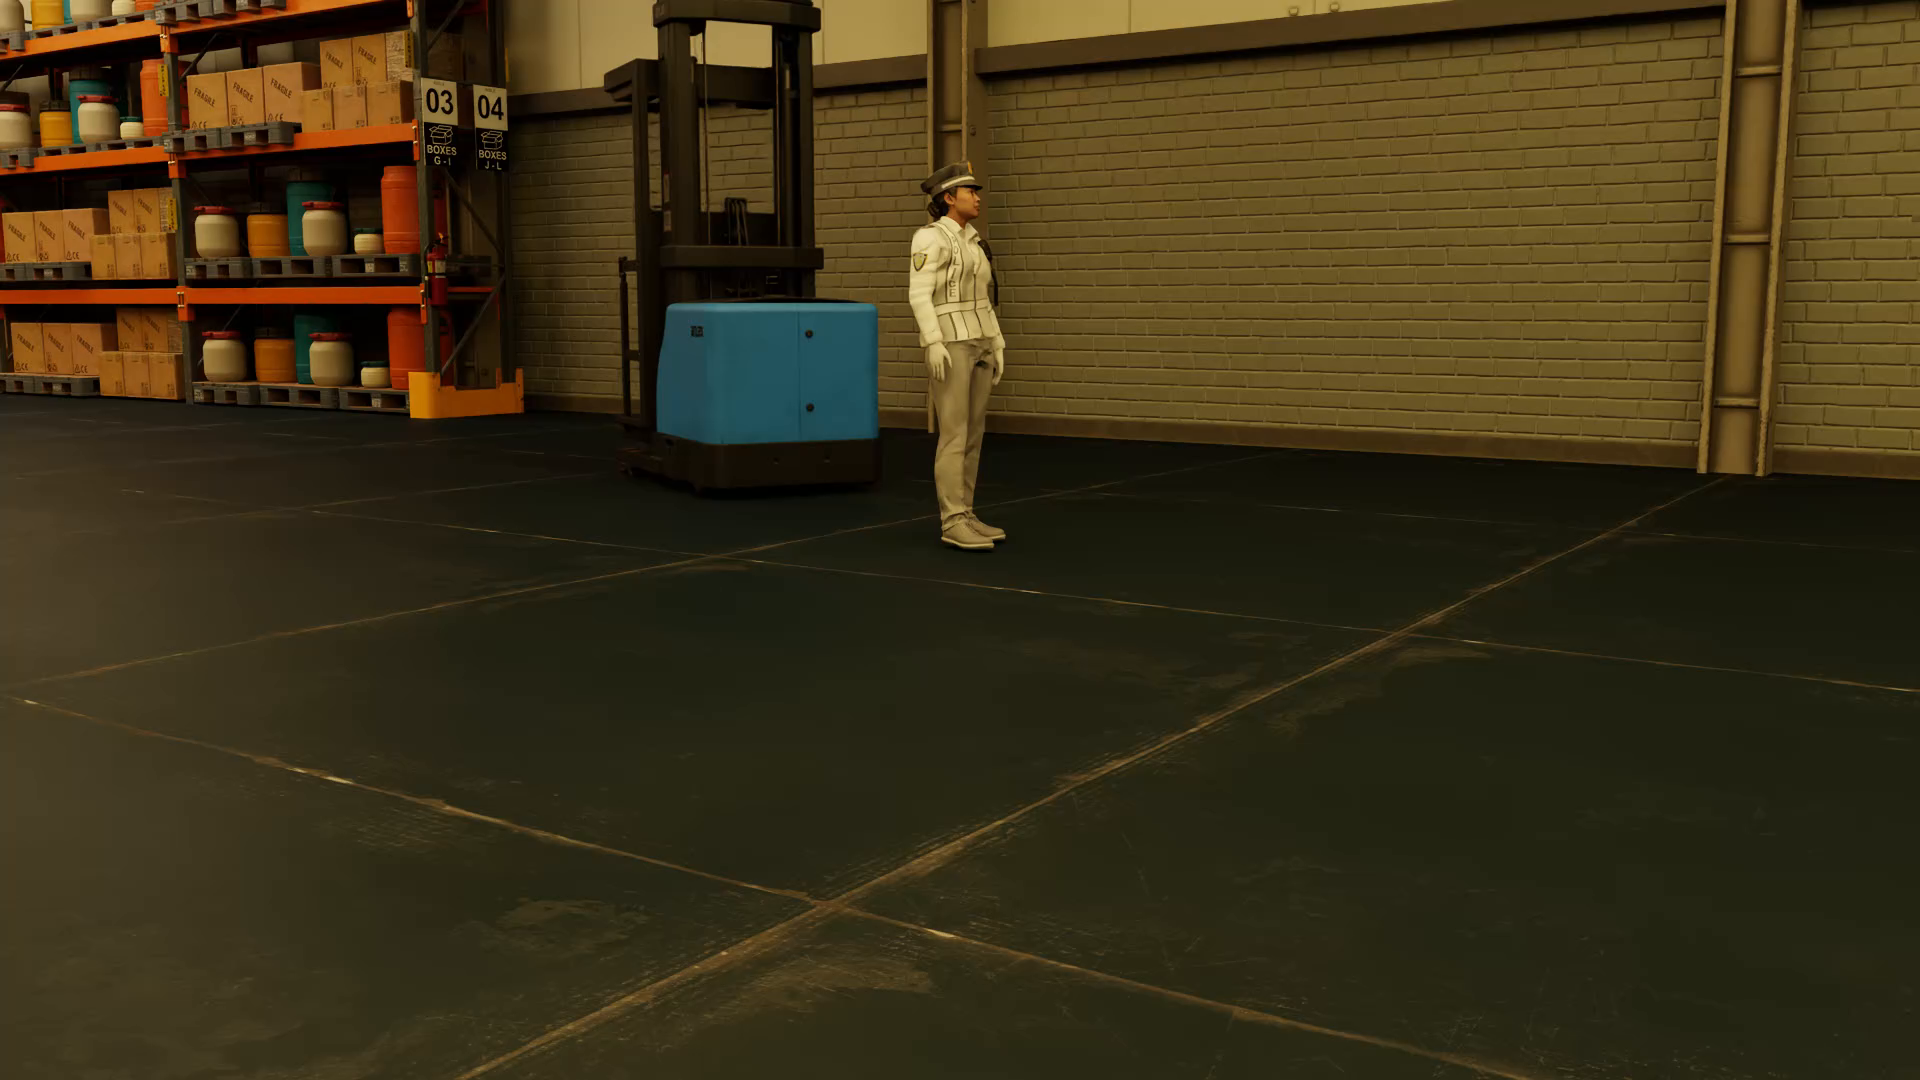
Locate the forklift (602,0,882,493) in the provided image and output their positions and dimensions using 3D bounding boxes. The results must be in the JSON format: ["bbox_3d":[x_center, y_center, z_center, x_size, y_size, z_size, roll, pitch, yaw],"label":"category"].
[{"bbox_3d":[-1.555,-1.879,10.405,1.130,2.935,3.031,-4,9,-26],"label":"forklift"}]

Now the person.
[{"bbox_3d":[0.052,-0.840,7.441,0.533,1.696,0.588,5,10,34],"label":"person"}]
